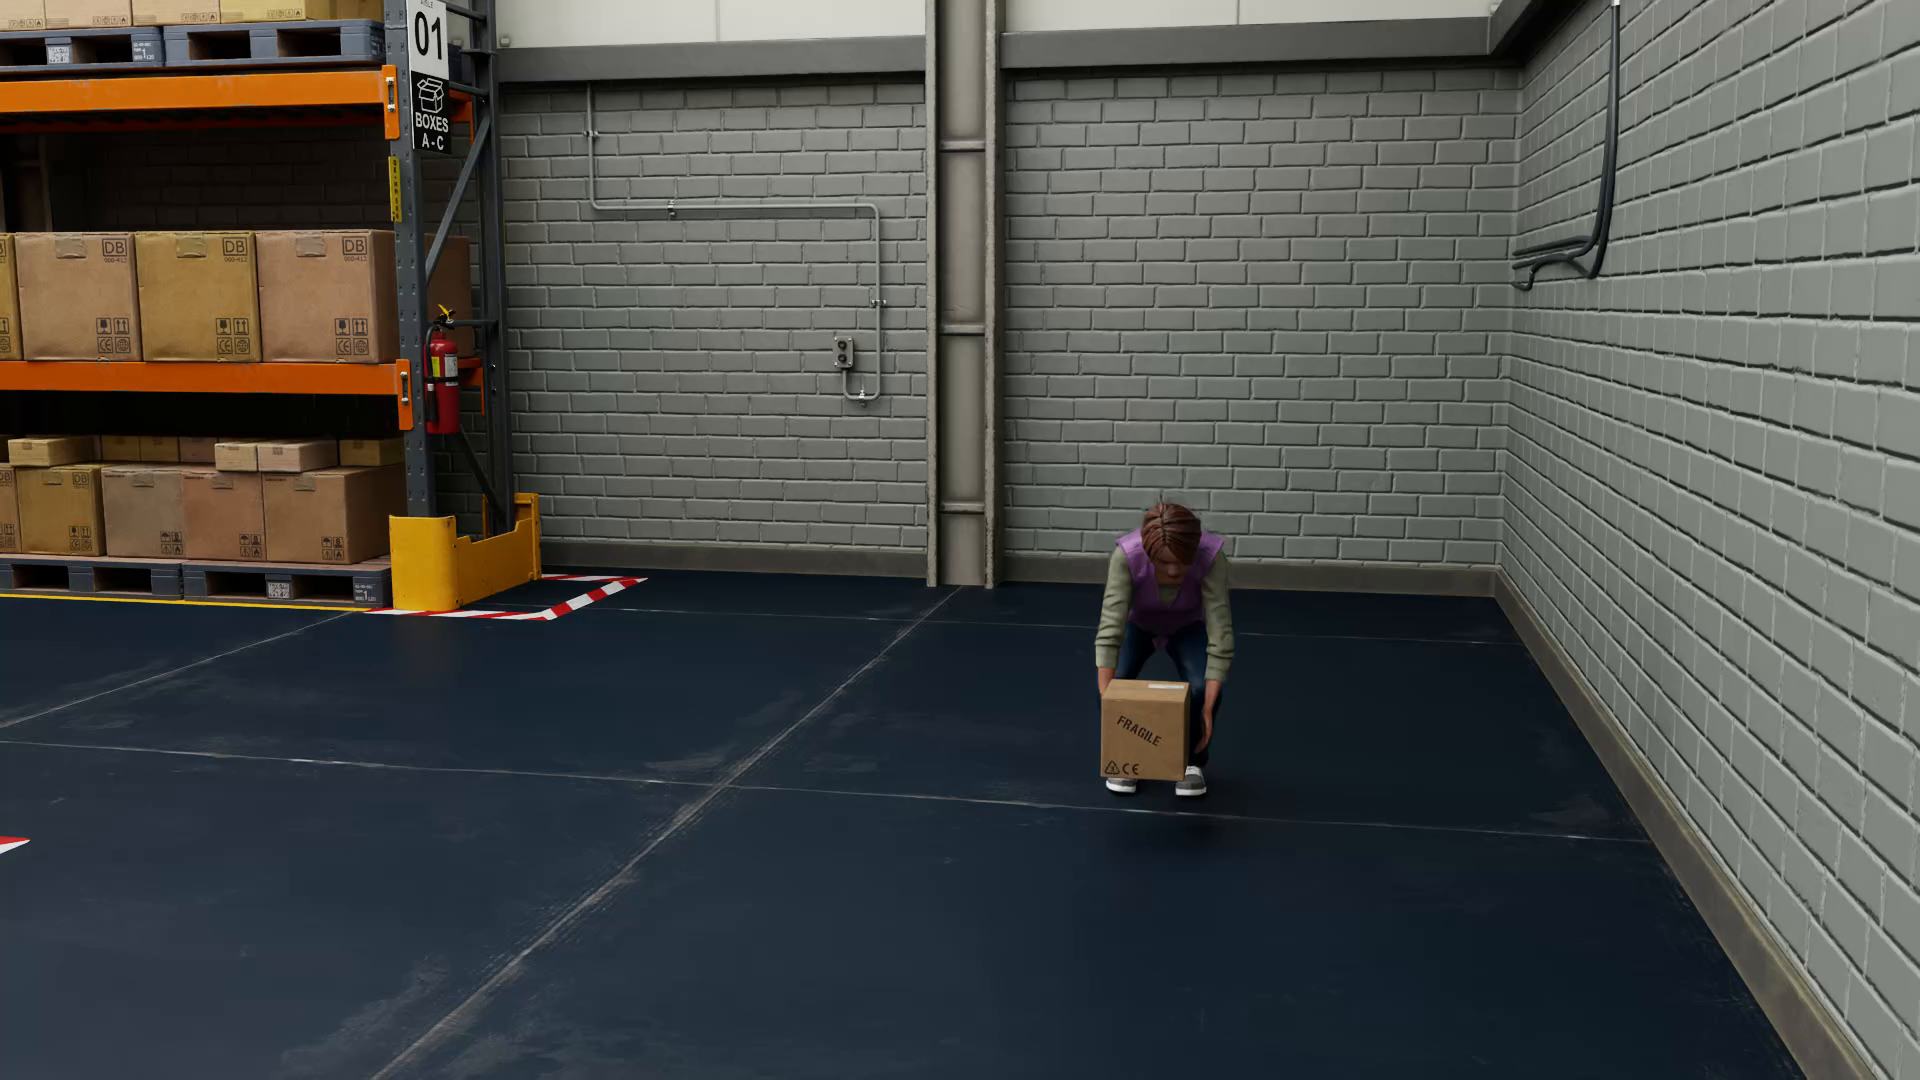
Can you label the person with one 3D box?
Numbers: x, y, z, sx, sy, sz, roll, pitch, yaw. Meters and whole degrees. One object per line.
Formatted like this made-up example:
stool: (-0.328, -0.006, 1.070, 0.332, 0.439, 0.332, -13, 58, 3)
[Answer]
person: (0.679, 0.356, 5.479, 0.455, 1.003, 0.762, 2, 8, 11)
